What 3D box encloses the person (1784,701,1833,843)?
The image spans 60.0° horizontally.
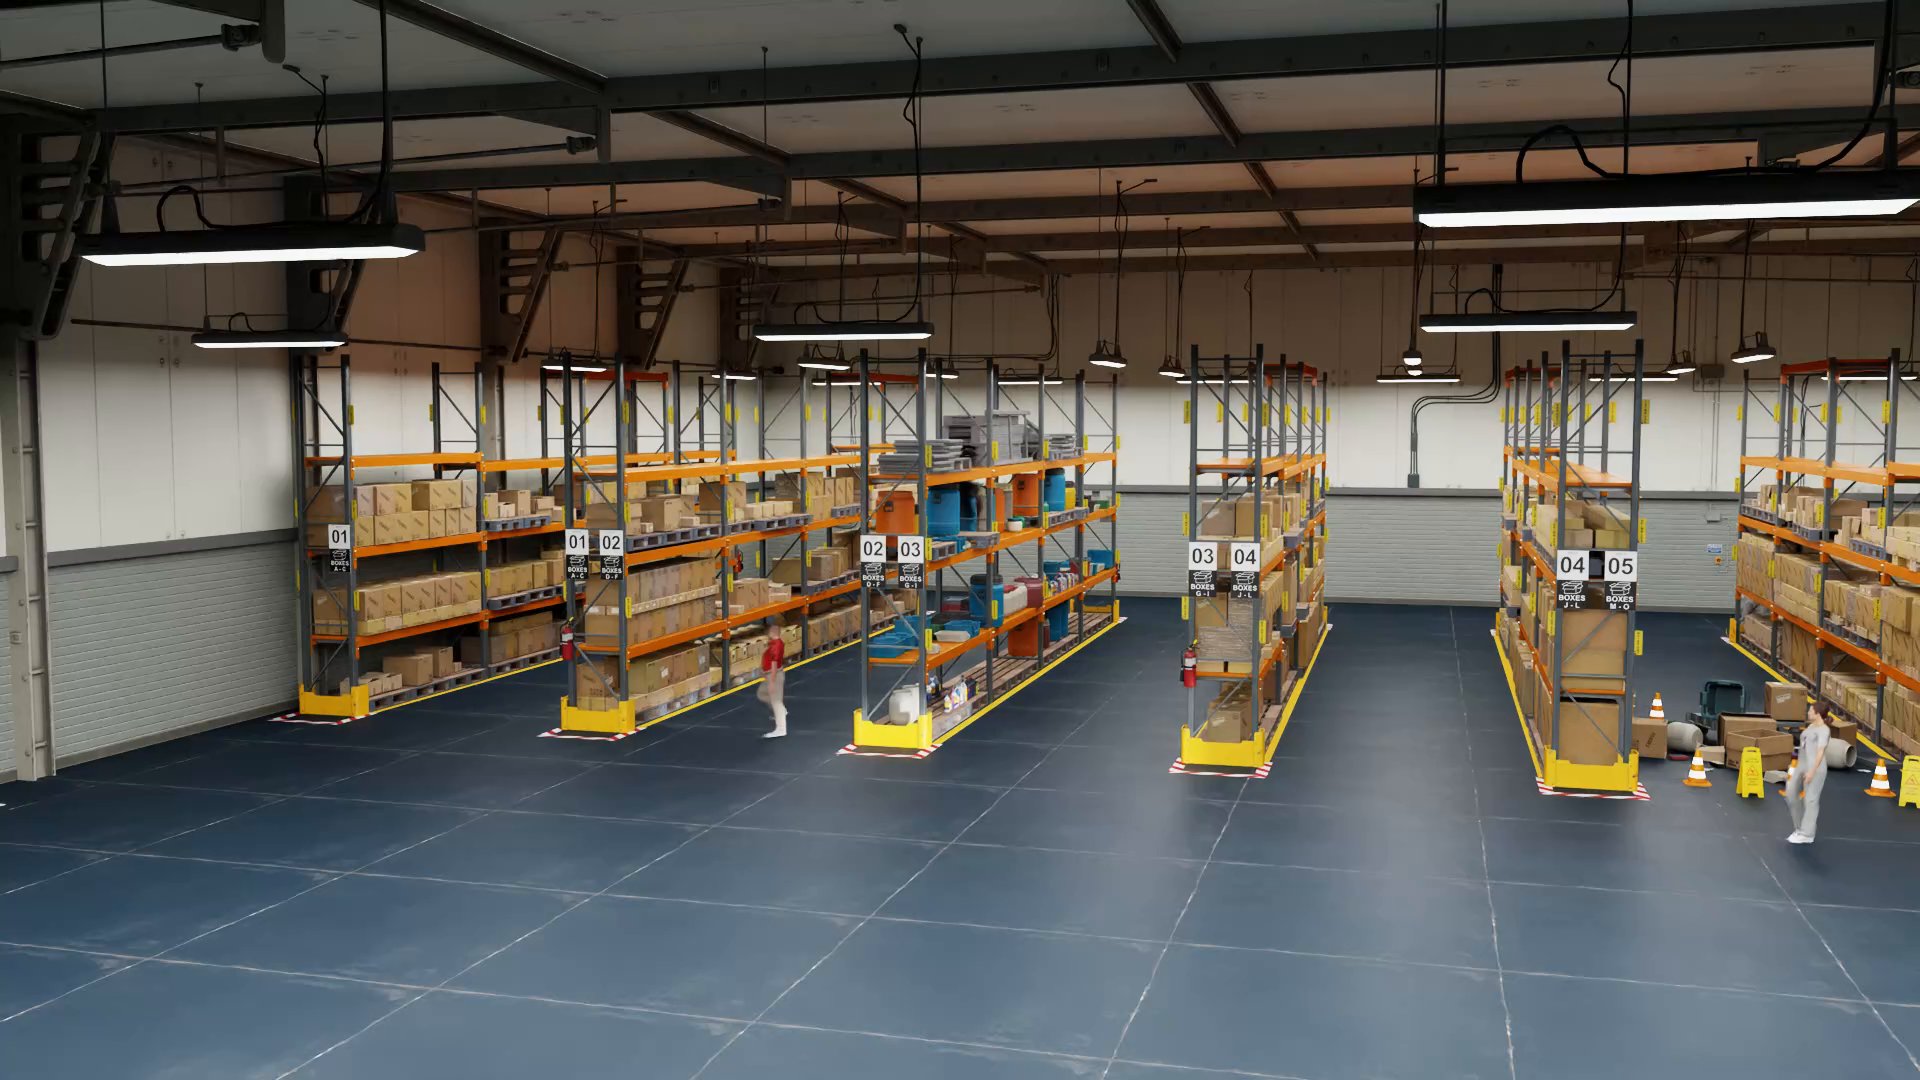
[{"bbox_3d":[9.943,2.728,19.485,0.483,1.698,0.481,-1,4,-11],"label":"person"}]

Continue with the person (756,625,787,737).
[{"bbox_3d":[-2.954,2.185,25.913,0.493,1.727,0.644,0,4,-1],"label":"person"}]

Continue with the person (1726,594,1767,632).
[{"bbox_3d":[17.970,1.284,37.720,1.028,1.720,0.723,2,5,26],"label":"person"}]
